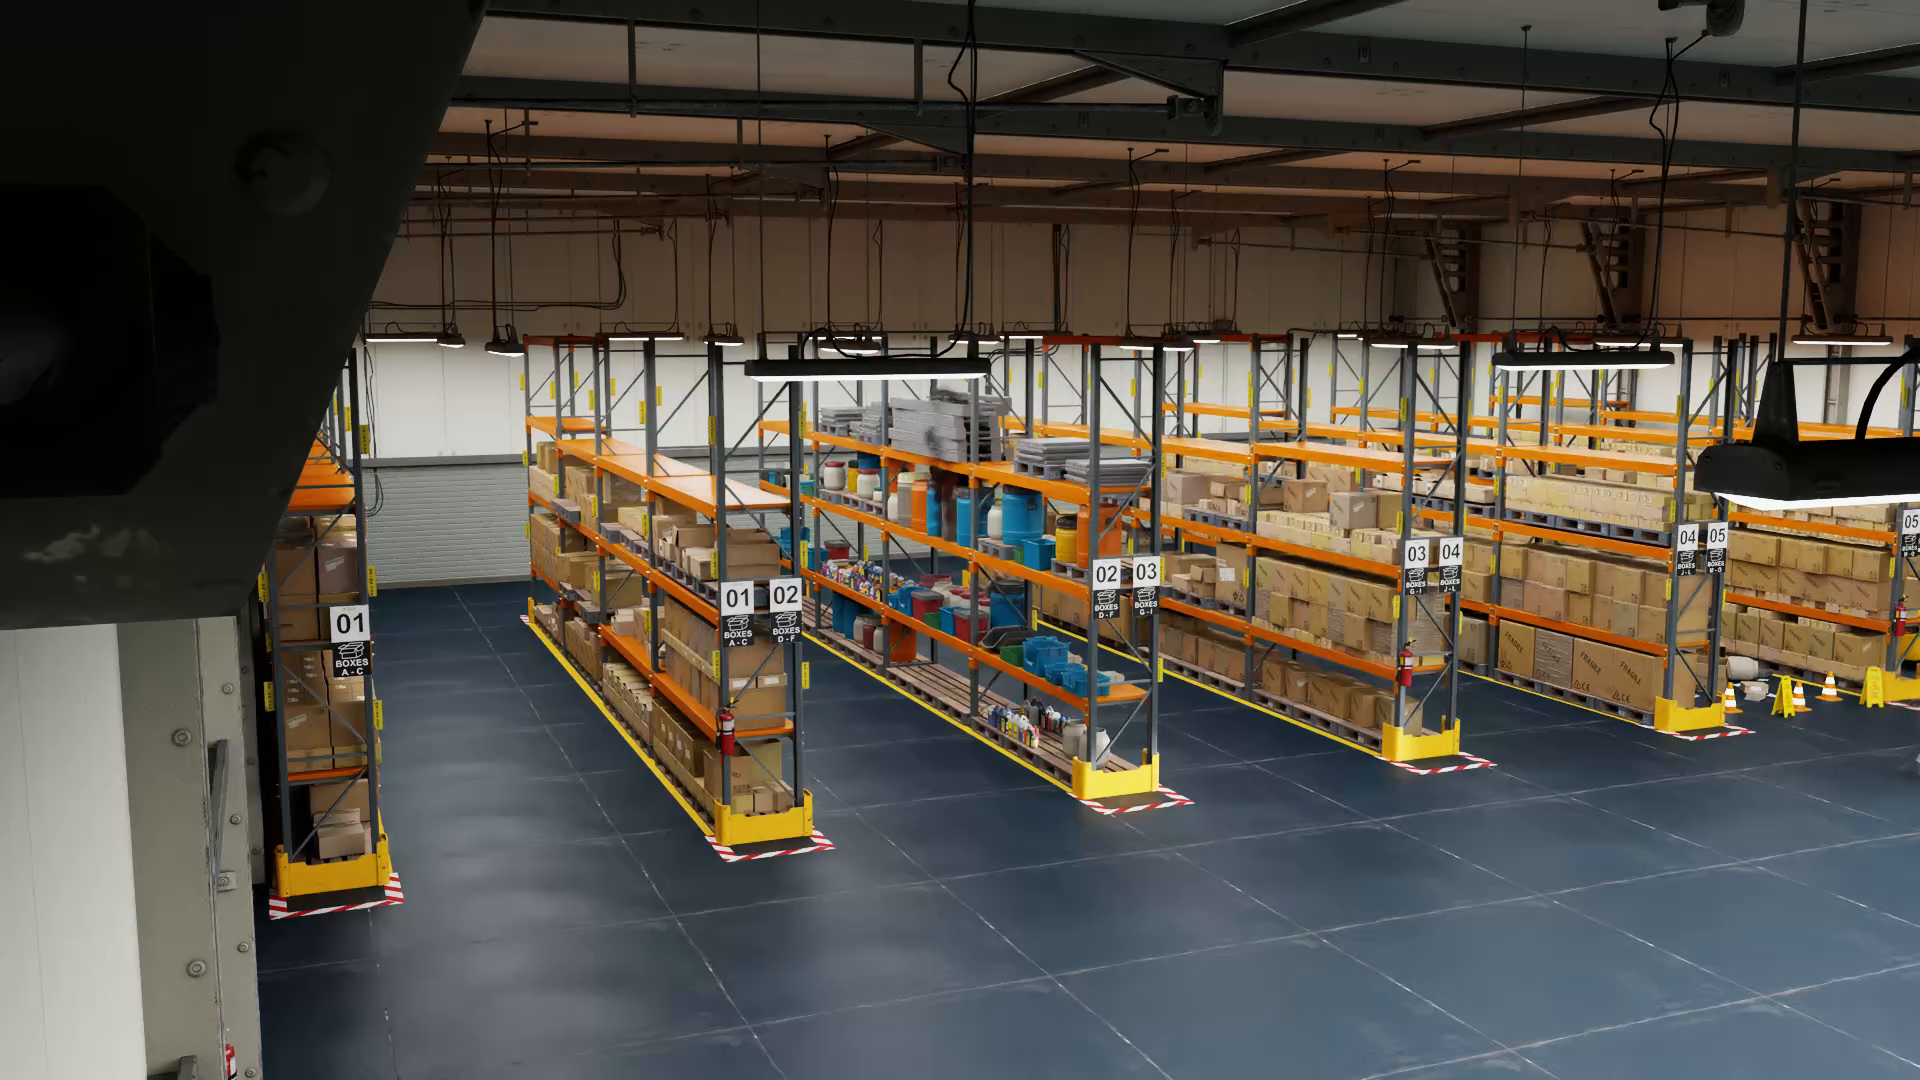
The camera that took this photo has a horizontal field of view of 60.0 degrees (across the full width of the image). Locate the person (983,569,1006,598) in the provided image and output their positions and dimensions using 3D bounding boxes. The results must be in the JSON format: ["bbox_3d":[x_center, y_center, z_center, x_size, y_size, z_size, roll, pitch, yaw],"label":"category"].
[{"bbox_3d":[0.755,1.280,31.362,0.661,1.557,0.694,-5,9,-34],"label":"person"}]
